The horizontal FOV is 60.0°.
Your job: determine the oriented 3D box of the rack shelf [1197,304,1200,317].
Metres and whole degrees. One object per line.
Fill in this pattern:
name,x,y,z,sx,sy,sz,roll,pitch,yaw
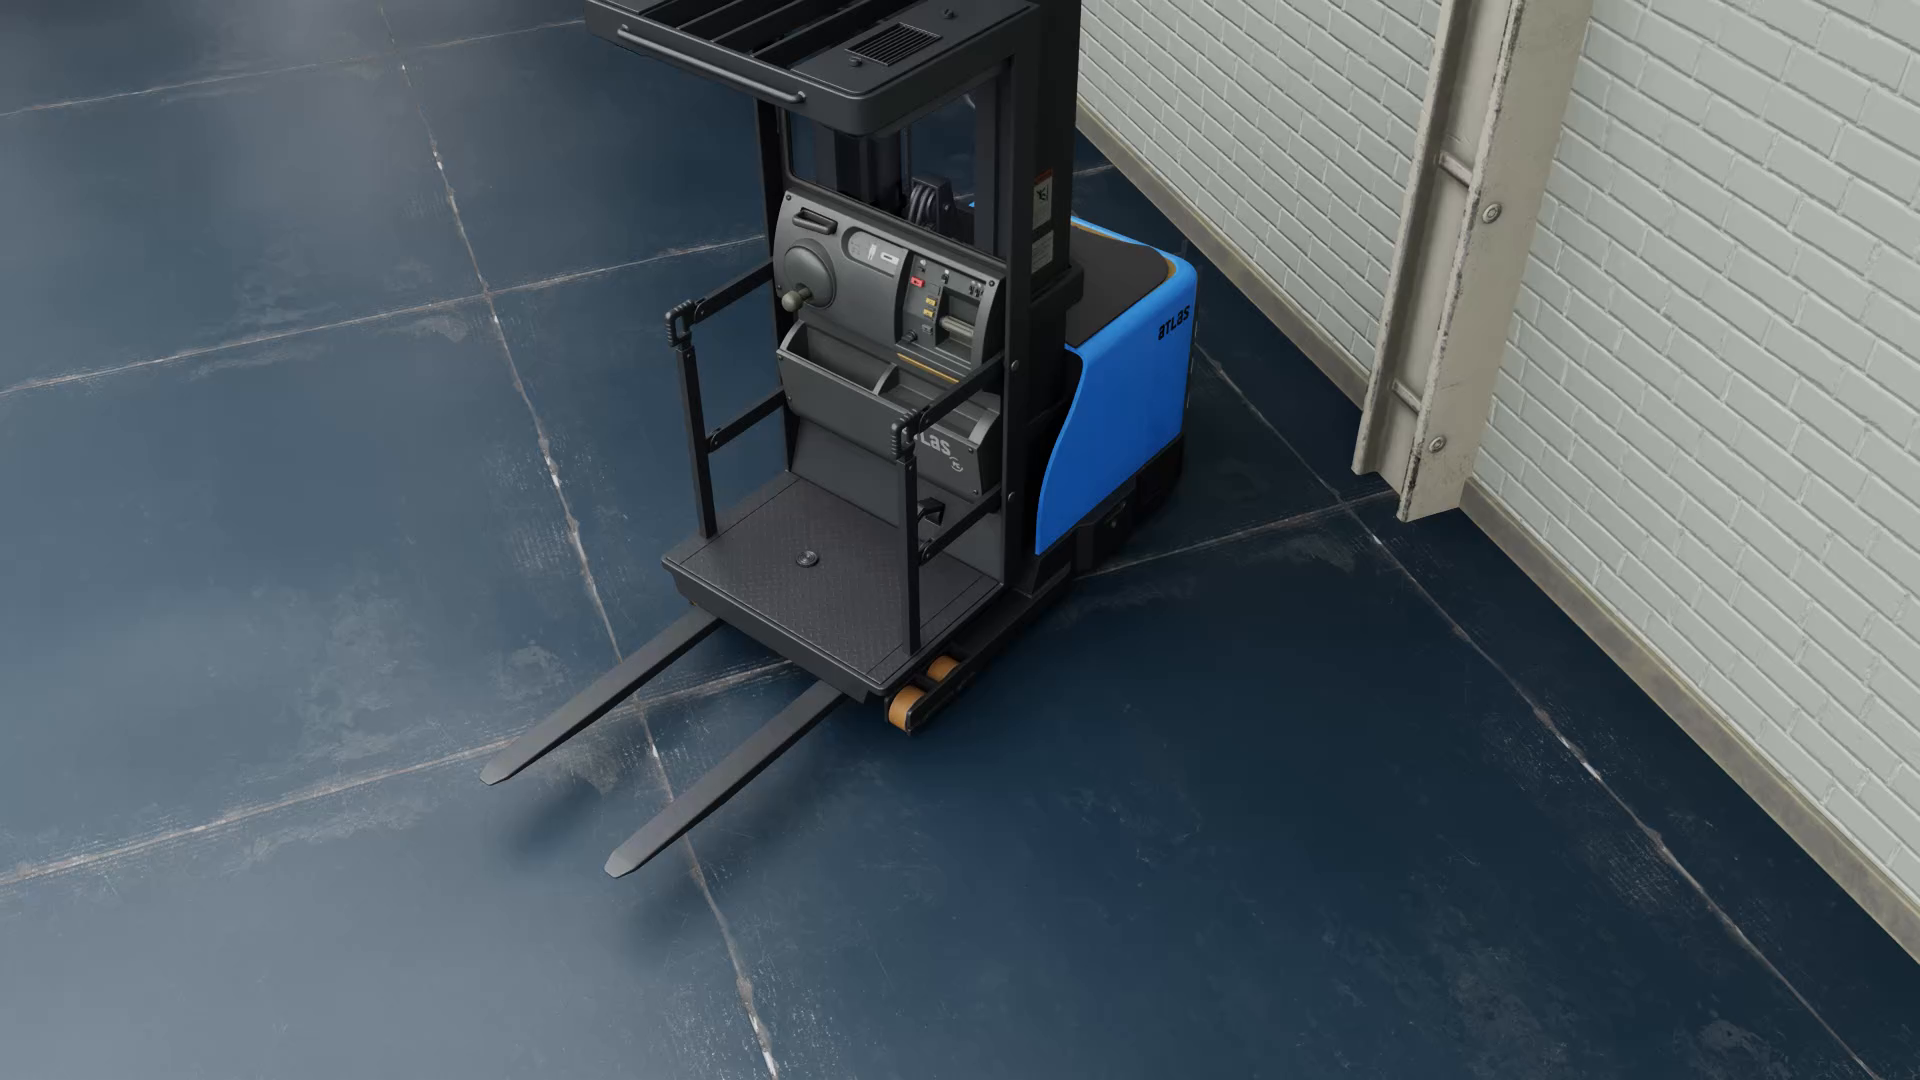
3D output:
rack shelf,0.831,-0.984,6.841,0.258,0.077,0.200,-7,41,-8

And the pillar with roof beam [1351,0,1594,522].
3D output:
pillar with roof beam,-2.090,-2.567,2.833,9.100,9.000,0.400,-15,43,-17

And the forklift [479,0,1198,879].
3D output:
forklift,-0.389,-0.794,5.425,1.130,2.935,3.031,28,48,28

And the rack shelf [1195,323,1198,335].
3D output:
rack shelf,0.832,-0.915,6.899,0.258,0.077,0.200,-7,41,-8

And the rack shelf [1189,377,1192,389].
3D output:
rack shelf,0.832,-0.711,7.076,0.258,0.077,0.200,-7,41,-8

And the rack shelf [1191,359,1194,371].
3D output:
rack shelf,0.832,-0.779,7.017,0.258,0.077,0.200,-7,41,-8

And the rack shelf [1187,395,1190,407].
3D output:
rack shelf,0.832,-0.643,7.134,0.258,0.077,0.200,-7,41,-8

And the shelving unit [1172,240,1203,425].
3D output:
shelving unit,0.832,-0.804,6.995,0.258,0.900,0.210,-7,41,-8

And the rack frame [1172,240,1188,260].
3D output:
rack frame,0.812,-0.869,7.071,0.240,0.900,0.006,-7,41,-8

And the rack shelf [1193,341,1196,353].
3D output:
rack shelf,0.832,-0.847,6.958,0.258,0.077,0.200,-7,41,-8

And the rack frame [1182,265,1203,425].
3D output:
rack frame,0.851,-0.739,6.919,0.240,0.900,0.006,-7,41,-8
